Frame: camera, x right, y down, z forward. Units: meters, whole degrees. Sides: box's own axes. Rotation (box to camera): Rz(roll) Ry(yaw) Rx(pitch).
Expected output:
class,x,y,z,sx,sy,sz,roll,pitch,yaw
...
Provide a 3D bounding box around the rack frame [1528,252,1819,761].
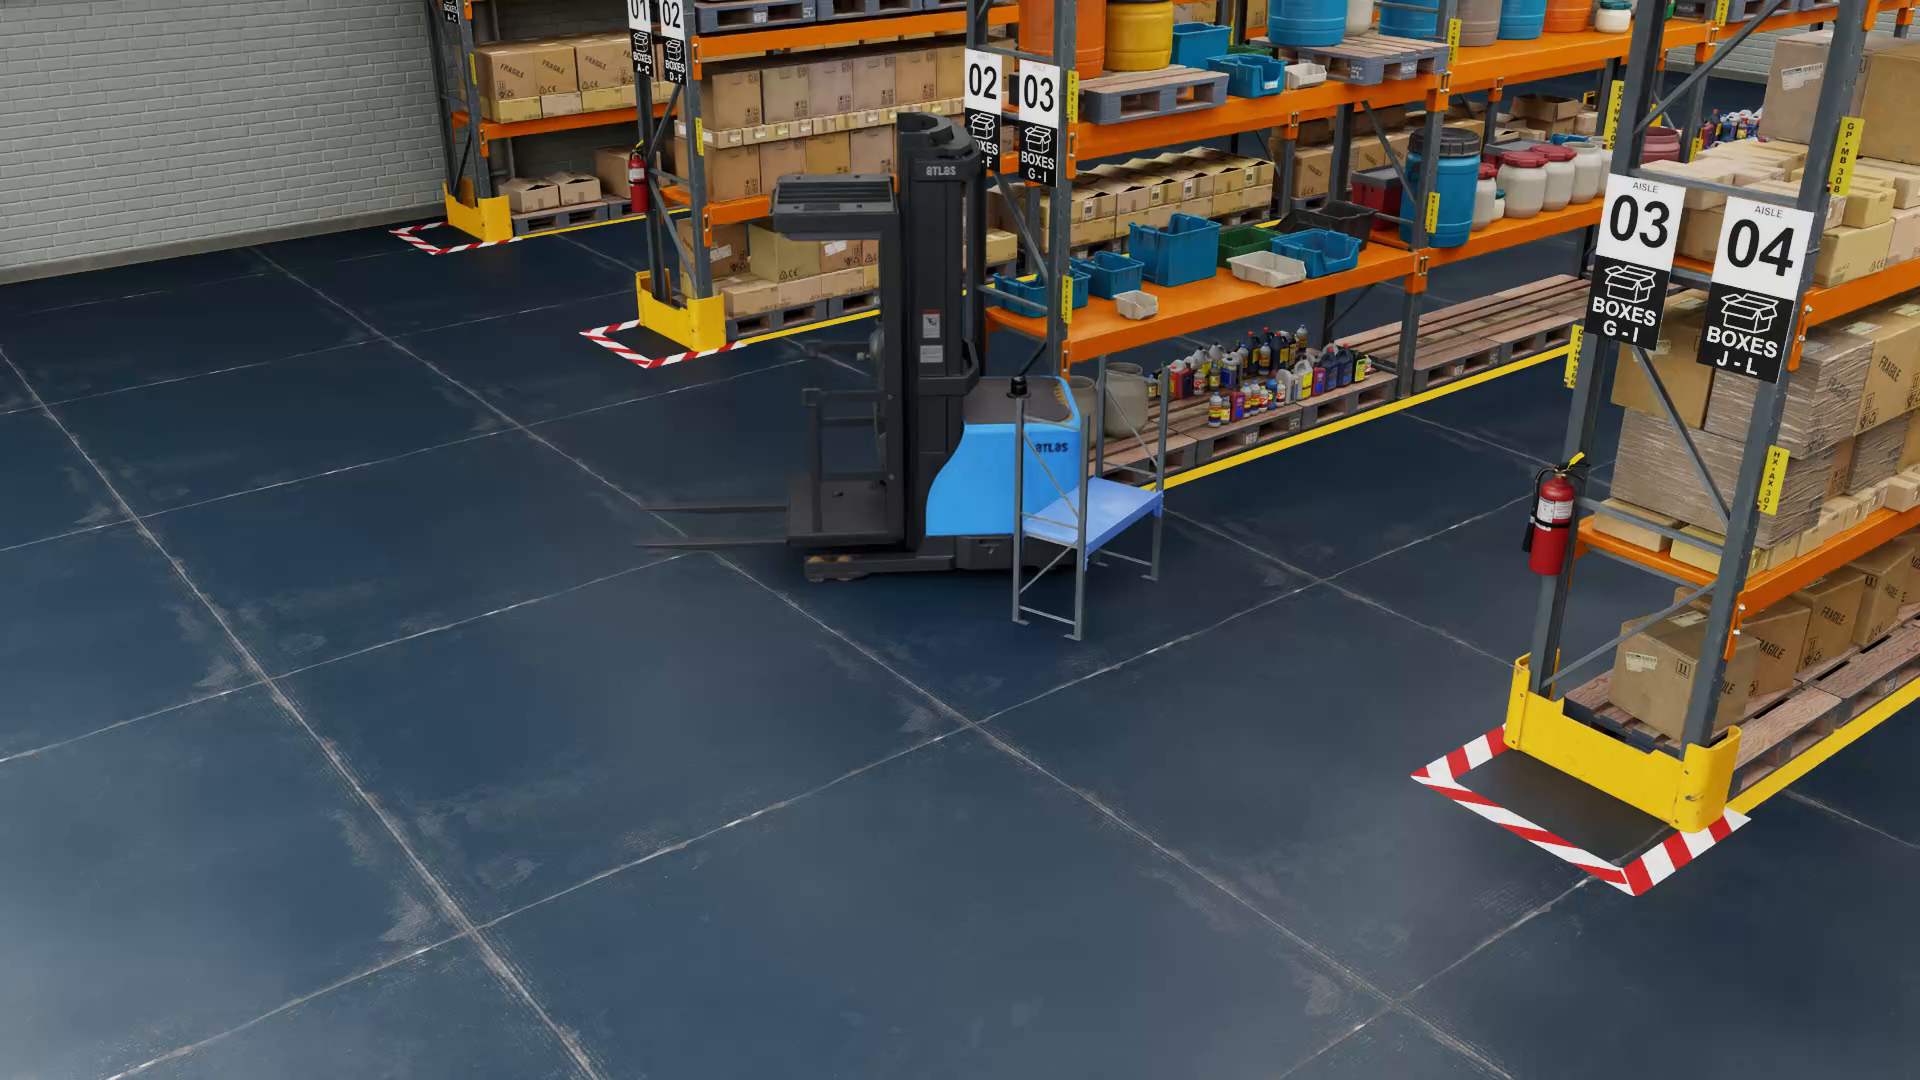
class,x,y,z,sx,sy,sz,roll,pitch,yaw
rack frame,3.454,-0.066,8.329,0.127,3.000,1.000,-18,31,-34

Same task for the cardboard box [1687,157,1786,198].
class,x,y,z,sx,sy,sz,roll,pitch,yaw
cardboard box,3.757,-1.743,8.085,0.250,0.149,0.380,-19,31,-36

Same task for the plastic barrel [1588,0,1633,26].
class,x,y,z,sx,sy,sz,roll,pitch,yaw
plastic barrel,5.913,-5.231,15.300,0.600,0.901,0.600,0,25,0

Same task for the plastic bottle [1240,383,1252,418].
class,x,y,z,sx,sy,sz,roll,pitch,yaw
plastic bottle,2.286,-1.125,13.330,0.097,0.271,0.097,0,25,0

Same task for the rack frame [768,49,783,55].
class,x,y,z,sx,sy,sz,roll,pitch,yaw
rack frame,-2.568,-6.028,21.174,0.127,3.000,1.000,-18,31,-34

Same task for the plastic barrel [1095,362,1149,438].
class,x,y,z,sx,sy,sz,roll,pitch,yaw
plastic barrel,1.263,-1.095,13.003,0.421,0.512,0.421,0,25,0

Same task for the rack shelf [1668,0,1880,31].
class,x,y,z,sx,sy,sz,roll,pitch,yaw
rack shelf,5.028,-2.979,8.337,4.000,0.370,1.077,-18,31,-34

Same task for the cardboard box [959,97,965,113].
class,x,y,z,sx,sy,sz,roll,pitch,yaw
cardboard box,0.010,-4.453,16.893,0.250,0.149,0.380,-19,31,-35

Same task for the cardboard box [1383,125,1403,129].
class,x,y,z,sx,sy,sz,roll,pitch,yaw
cardboard box,5.445,-5.217,21.874,0.500,0.500,0.500,-18,30,-33

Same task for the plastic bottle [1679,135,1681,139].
class,x,y,z,sx,sy,sz,roll,pitch,yaw
plastic bottle,7.491,-4.177,17.422,0.097,0.201,0.097,0,25,0

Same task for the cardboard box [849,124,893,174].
class,x,y,z,sx,sy,sz,roll,pitch,yaw
cardboard box,-1.064,-3.914,16.501,0.500,0.500,0.700,-17,30,-33

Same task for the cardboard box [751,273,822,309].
class,x,y,z,sx,sy,sz,roll,pitch,yaw
cardboard box,-1.705,-2.488,16.316,0.500,0.250,0.500,-18,31,-34

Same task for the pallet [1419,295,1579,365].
class,x,y,z,sx,sy,sz,roll,pitch,yaw
pallet,5.100,-2.016,15.844,1.213,0.211,1.003,-18,31,-34

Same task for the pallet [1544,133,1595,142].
class,x,y,z,sx,sy,sz,roll,pitch,yaw
pallet,8.289,-5.697,23.776,1.213,0.211,1.003,-18,31,-34

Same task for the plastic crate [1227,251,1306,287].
class,x,y,z,sx,sy,sz,roll,pitch,yaw
plastic crate,2.424,-2.120,13.069,0.437,0.136,0.530,-18,31,-34

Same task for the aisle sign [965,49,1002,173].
class,x,y,z,sx,sy,sz,roll,pitch,yaw
aisle sign,0.158,-2.965,11.488,0.004,0.787,0.394,-18,31,-34

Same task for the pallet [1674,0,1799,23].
class,x,y,z,sx,sy,sz,roll,pitch,yaw
pallet,7.355,-5.226,16.108,1.213,0.211,1.003,-18,31,-34

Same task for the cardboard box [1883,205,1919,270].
class,x,y,z,sx,sy,sz,roll,pitch,yaw
cardboard box,4.395,-1.534,8.107,0.500,0.250,0.500,-19,31,-35

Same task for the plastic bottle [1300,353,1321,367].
class,x,y,z,sx,sy,sz,roll,pitch,yaw
plastic bottle,2.954,-1.440,14.002,0.135,0.276,0.152,-18,31,-34

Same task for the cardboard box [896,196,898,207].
class,x,y,z,sx,sy,sz,roll,pitch,yaw
cardboard box,-0.530,-3.221,17.003,0.500,0.500,0.500,-18,31,-34

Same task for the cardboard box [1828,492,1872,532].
class,x,y,z,sx,sy,sz,roll,pitch,yaw
cardboard box,4.625,-0.200,8.916,0.250,0.149,0.380,-18,31,-34

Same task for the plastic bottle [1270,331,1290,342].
class,x,y,z,sx,sy,sz,roll,pitch,yaw
plastic bottle,2.787,-1.679,14.518,0.135,0.276,0.152,-17,30,-32

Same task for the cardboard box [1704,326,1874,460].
class,x,y,z,sx,sy,sz,roll,pitch,yaw
cardboard box,4.055,-0.752,8.148,0.500,0.500,0.500,-18,31,-34

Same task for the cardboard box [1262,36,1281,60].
class,x,y,z,sx,sy,sz,roll,pitch,yaw
cardboard box,4.065,-5.863,20.203,0.700,0.500,0.500,15,29,29

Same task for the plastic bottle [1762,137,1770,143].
class,x,y,z,sx,sy,sz,roll,pitch,yaw
plastic bottle,8.250,-4.053,17.072,0.097,0.271,0.097,0,25,0

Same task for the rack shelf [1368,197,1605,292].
class,x,y,z,sx,sy,sz,roll,pitch,yaw
rack shelf,5.119,-2.939,15.374,4.000,0.370,1.077,-18,31,-34

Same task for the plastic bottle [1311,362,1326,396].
class,x,y,z,sx,sy,sz,roll,pitch,yaw
plastic bottle,2.963,-1.344,13.788,0.133,0.283,0.061,-16,29,-31

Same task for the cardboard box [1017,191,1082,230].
class,x,y,z,sx,sy,sz,roll,pitch,yaw
cardboard box,0.971,-3.610,18.066,0.500,0.311,0.500,-18,30,-34

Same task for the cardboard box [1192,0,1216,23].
class,x,y,z,sx,sy,sz,roll,pitch,yaw
cardboard box,3.520,-8.092,25.126,0.500,0.500,0.500,-19,31,-35

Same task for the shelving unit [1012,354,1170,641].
class,x,y,z,sx,sy,sz,roll,pitch,yaw
shelving unit,0.836,-0.289,10.592,0.538,1.500,1.048,16,29,30

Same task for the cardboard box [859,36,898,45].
class,x,y,z,sx,sy,sz,roll,pitch,yaw
cardboard box,-1.203,-6.718,22.020,0.500,0.500,0.700,-14,28,-27

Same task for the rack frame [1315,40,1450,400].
class,x,y,z,sx,sy,sz,roll,pitch,yaw
rack frame,3.545,-2.746,14.103,0.127,3.000,1.000,-18,31,-34

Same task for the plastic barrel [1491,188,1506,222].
class,x,y,z,sx,sy,sz,roll,pitch,yaw
plastic barrel,4.681,-2.976,14.763,0.301,0.262,0.301,0,25,0

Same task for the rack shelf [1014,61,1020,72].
class,x,y,z,sx,sy,sz,roll,pitch,yaw
rack shelf,-0.994,-6.221,22.445,4.000,0.370,1.077,-18,31,-34

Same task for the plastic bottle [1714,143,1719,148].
class,x,y,z,sx,sy,sz,roll,pitch,yaw
plastic bottle,7.520,-3.807,16.529,0.133,0.283,0.061,-18,31,-34

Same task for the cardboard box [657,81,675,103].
class,x,y,z,sx,sy,sz,roll,pitch,yaw
cardboard box,-3.537,-5.483,20.155,0.500,0.250,0.500,-18,31,-34

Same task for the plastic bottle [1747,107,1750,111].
class,x,y,z,sx,sy,sz,roll,pitch,yaw
plastic bottle,8.590,-4.586,18.207,0.133,0.283,0.061,-18,31,-34

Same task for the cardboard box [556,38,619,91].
class,x,y,z,sx,sy,sz,roll,pitch,yaw
cardboard box,-4.349,-5.551,19.412,0.500,0.500,0.500,-19,31,-36

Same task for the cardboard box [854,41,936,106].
class,x,y,z,sx,sy,sz,roll,pitch,yaw
cardboard box,-0.645,-4.642,16.530,0.500,0.500,0.700,-18,31,-34

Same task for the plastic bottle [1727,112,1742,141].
class,x,y,z,sx,sy,sz,roll,pitch,yaw
plastic bottle,8.330,-4.473,17.971,0.135,0.276,0.152,-18,31,-34

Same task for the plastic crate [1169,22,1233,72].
class,x,y,z,sx,sy,sz,roll,pitch,yaw
plastic crate,1.712,-3.655,12.518,0.575,0.384,0.392,-18,31,-34

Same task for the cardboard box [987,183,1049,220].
class,x,y,z,sx,sy,sz,roll,pitch,yaw
cardboard box,0.634,-3.785,18.444,0.500,0.311,0.500,-18,31,-34

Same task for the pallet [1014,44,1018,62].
class,x,y,z,sx,sy,sz,roll,pitch,yaw
pallet,0.085,-6.759,22.979,1.003,0.211,1.213,-18,31,-34

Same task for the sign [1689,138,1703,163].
class,x,y,z,sx,sy,sz,roll,pitch,yaw
sign,7.038,-3.678,15.919,0.005,0.325,0.100,-18,31,-34

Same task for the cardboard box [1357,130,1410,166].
class,x,y,z,sx,sy,sz,roll,pitch,yaw
cardboard box,5.388,-4.920,21.234,0.500,0.500,0.500,-19,31,-36

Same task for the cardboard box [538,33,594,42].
class,x,y,z,sx,sy,sz,roll,pitch,yaw
cardboard box,-4.669,-5.726,19.788,0.500,0.500,0.500,-19,31,-35

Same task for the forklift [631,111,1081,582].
class,x,y,z,sx,sy,sz,roll,pitch,yaw
forklift,-0.716,-1.277,11.020,3.031,2.935,1.130,-2,25,-4

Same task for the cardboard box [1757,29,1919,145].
class,x,y,z,sx,sy,sz,roll,pitch,yaw
cardboard box,4.517,-2.320,8.556,0.500,0.500,0.500,-18,31,-34

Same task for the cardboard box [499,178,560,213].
class,x,y,z,sx,sy,sz,roll,pitch,yaw
cardboard box,-5.116,-4.118,19.732,0.500,0.311,0.500,-23,33,-40

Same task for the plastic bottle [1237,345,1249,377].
class,x,y,z,sx,sy,sz,roll,pitch,yaw
plastic bottle,2.413,-1.536,14.214,0.097,0.271,0.097,0,25,0

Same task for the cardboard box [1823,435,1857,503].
class,x,y,z,sx,sy,sz,roll,pitch,yaw
cardboard box,4.223,-0.549,8.899,0.500,0.500,0.875,-18,31,-34

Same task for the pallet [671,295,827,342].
class,x,y,z,sx,sy,sz,roll,pitch,yaw
pallet,-2.080,-2.296,16.447,1.213,0.211,1.003,-18,31,-34

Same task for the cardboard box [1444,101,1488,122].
class,x,y,z,sx,sy,sz,roll,pitch,yaw
cardboard box,7.060,-5.773,23.073,0.500,0.500,0.500,-18,31,-34

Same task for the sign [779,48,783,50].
class,x,y,z,sx,sy,sz,roll,pitch,yaw
sign,-2.227,-6.242,20.609,0.005,0.325,0.100,-18,31,-34

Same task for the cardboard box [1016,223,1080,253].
class,x,y,z,sx,sy,sz,roll,pitch,yaw
cardboard box,0.962,-3.353,18.180,0.500,0.250,0.500,-19,31,-35

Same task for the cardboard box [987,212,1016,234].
class,x,y,z,sx,sy,sz,roll,pitch,yaw
cardboard box,0.639,-3.535,18.570,0.500,0.250,0.500,-19,31,-35

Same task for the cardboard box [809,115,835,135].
class,x,y,z,sx,sy,sz,roll,pitch,yaw
cardboard box,-1.403,-3.987,15.889,0.250,0.149,0.380,-19,31,-36

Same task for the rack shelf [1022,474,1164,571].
class,x,y,z,sx,sy,sz,roll,pitch,yaw
rack shelf,0.836,-0.126,10.668,0.538,0.185,1.000,16,29,30

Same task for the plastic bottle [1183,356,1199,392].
class,x,y,z,sx,sy,sz,roll,pitch,yaw
plastic bottle,1.897,-1.385,13.885,0.135,0.276,0.152,-19,31,-35
